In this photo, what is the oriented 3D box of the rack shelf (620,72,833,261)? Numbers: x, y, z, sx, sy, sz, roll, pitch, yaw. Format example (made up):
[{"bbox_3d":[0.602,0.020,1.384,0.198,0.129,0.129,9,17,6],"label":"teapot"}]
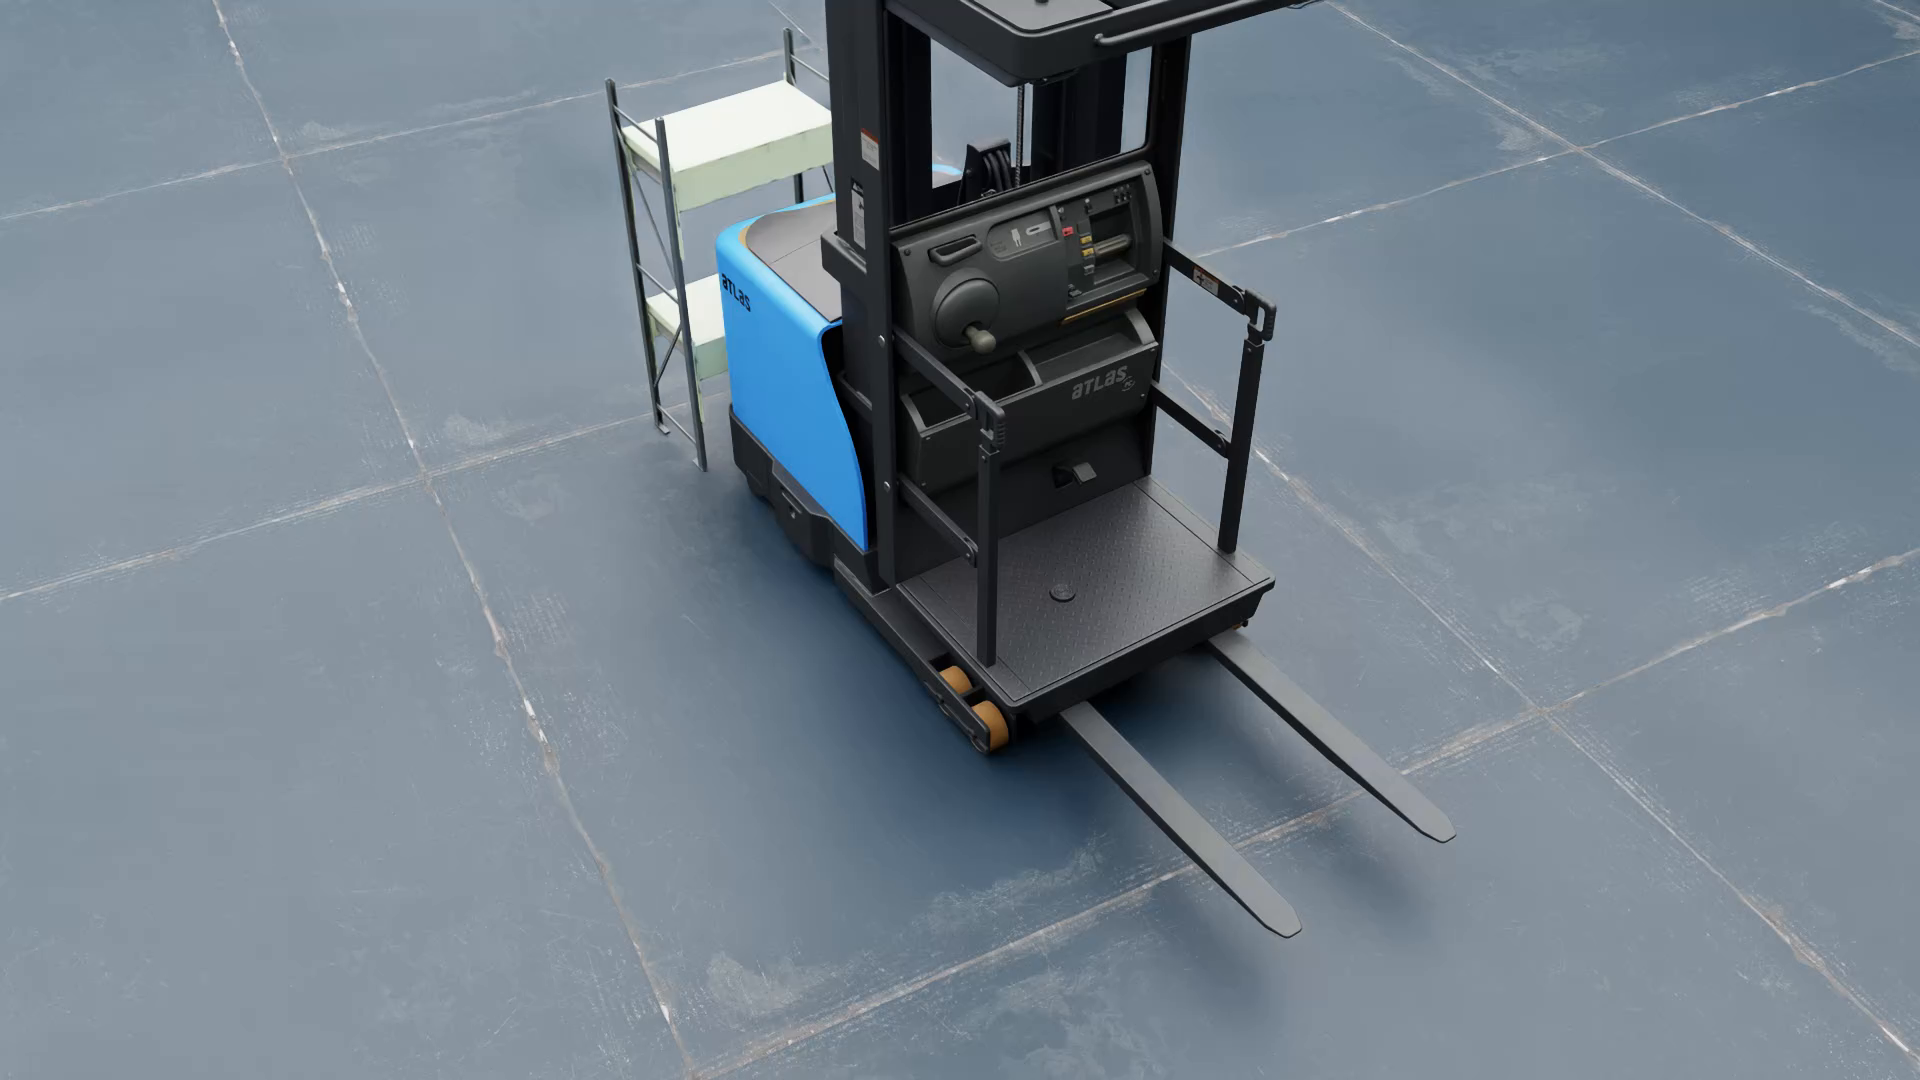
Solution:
[{"bbox_3d":[-0.827,-1.384,6.120,0.720,0.370,0.431,-25,46,-27],"label":"rack shelf"}]

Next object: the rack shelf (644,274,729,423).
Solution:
[{"bbox_3d":[-0.827,-0.838,6.583,0.720,0.370,0.431,-25,46,-27],"label":"rack shelf"}]

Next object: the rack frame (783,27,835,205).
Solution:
[{"bbox_3d":[-0.531,-1.226,6.537,0.023,1.500,0.400,-25,46,-27],"label":"rack frame"}]

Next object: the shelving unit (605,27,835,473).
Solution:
[{"bbox_3d":[-0.827,-1.086,6.373,0.755,1.500,0.431,-25,46,-27],"label":"shelving unit"}]

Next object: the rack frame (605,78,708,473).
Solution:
[{"bbox_3d":[-1.122,-0.947,6.208,0.023,1.500,0.400,-25,46,-27],"label":"rack frame"}]

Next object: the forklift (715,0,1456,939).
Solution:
[{"bbox_3d":[0.347,-0.780,4.903,1.130,2.935,3.031,-23,45,-25],"label":"forklift"}]
